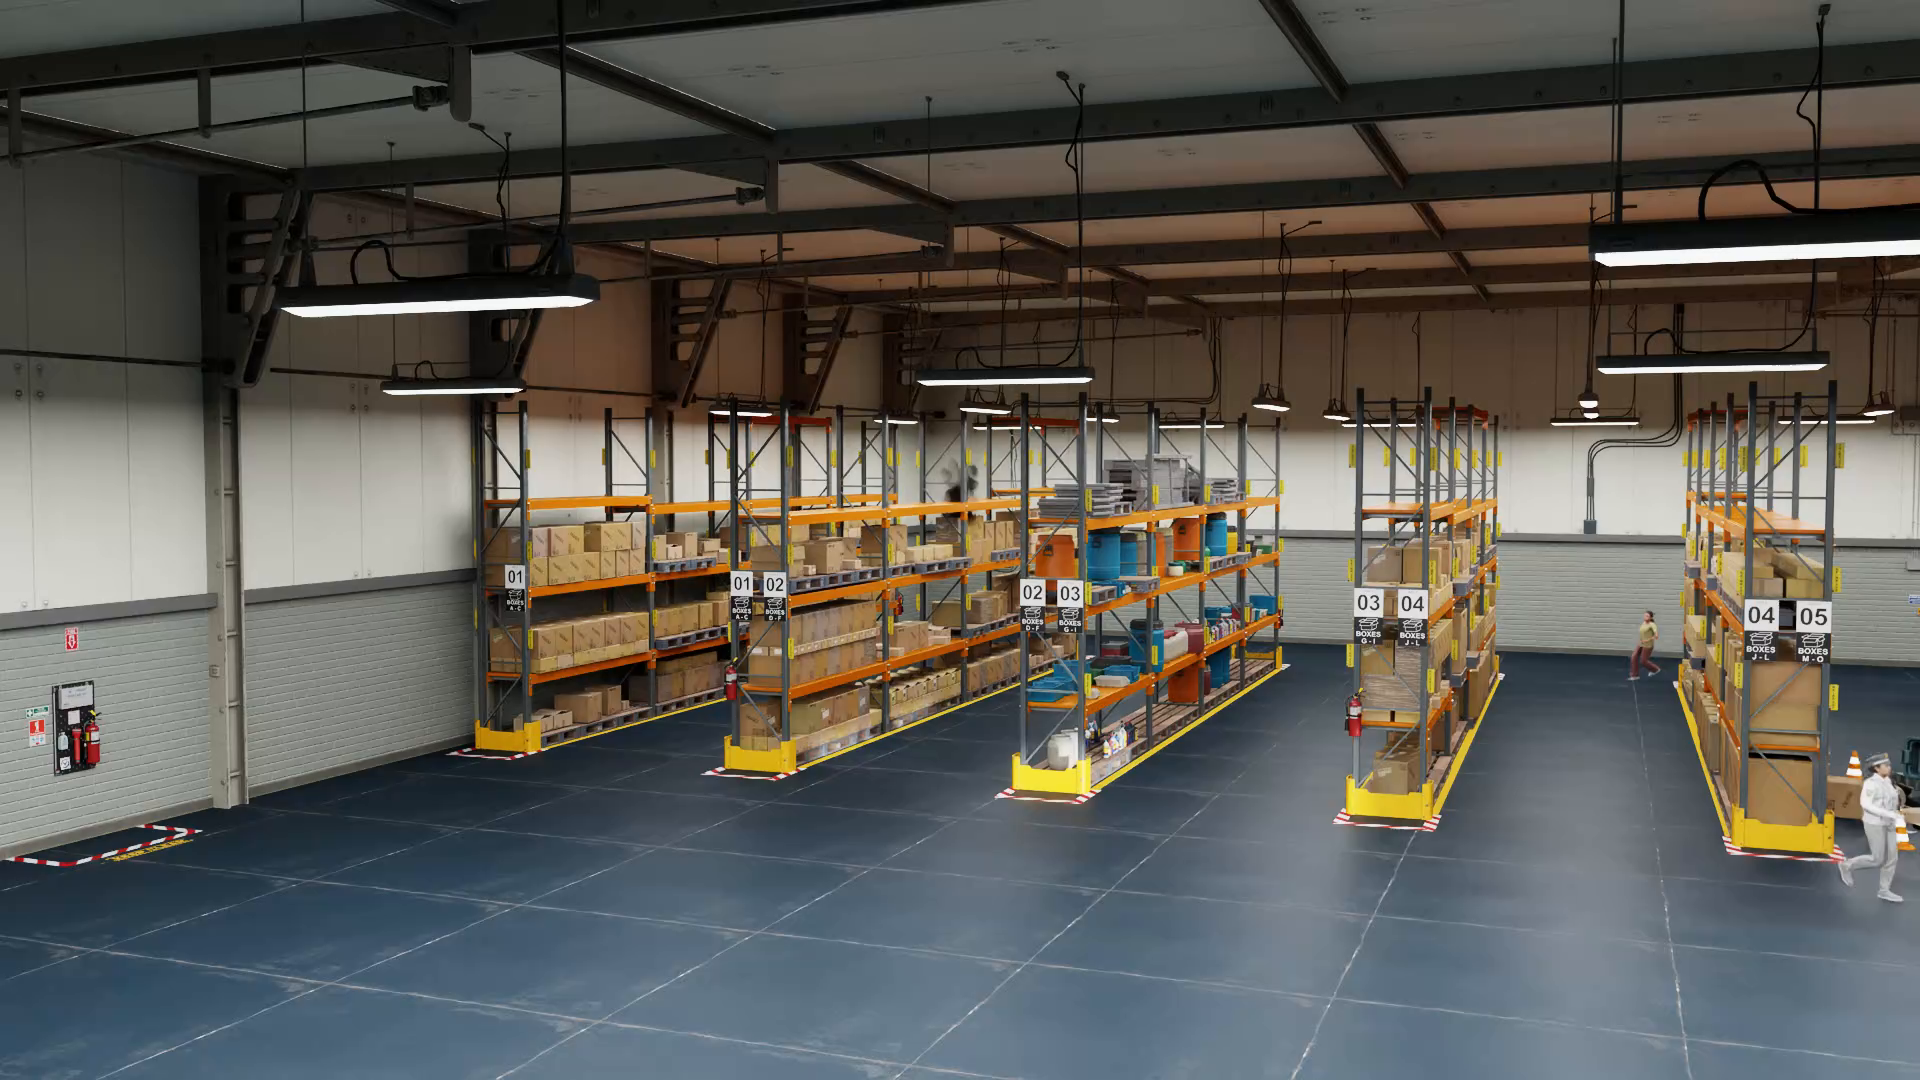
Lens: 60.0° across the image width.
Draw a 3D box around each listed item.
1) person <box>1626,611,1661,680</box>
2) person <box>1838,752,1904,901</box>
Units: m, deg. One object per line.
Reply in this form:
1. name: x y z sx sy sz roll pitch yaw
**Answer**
1. person: 15.546 2.399 37.491 0.769 1.639 0.653 -1 3 -12
2. person: 10.440 3.238 18.955 0.645 1.667 0.725 -2 3 -34
